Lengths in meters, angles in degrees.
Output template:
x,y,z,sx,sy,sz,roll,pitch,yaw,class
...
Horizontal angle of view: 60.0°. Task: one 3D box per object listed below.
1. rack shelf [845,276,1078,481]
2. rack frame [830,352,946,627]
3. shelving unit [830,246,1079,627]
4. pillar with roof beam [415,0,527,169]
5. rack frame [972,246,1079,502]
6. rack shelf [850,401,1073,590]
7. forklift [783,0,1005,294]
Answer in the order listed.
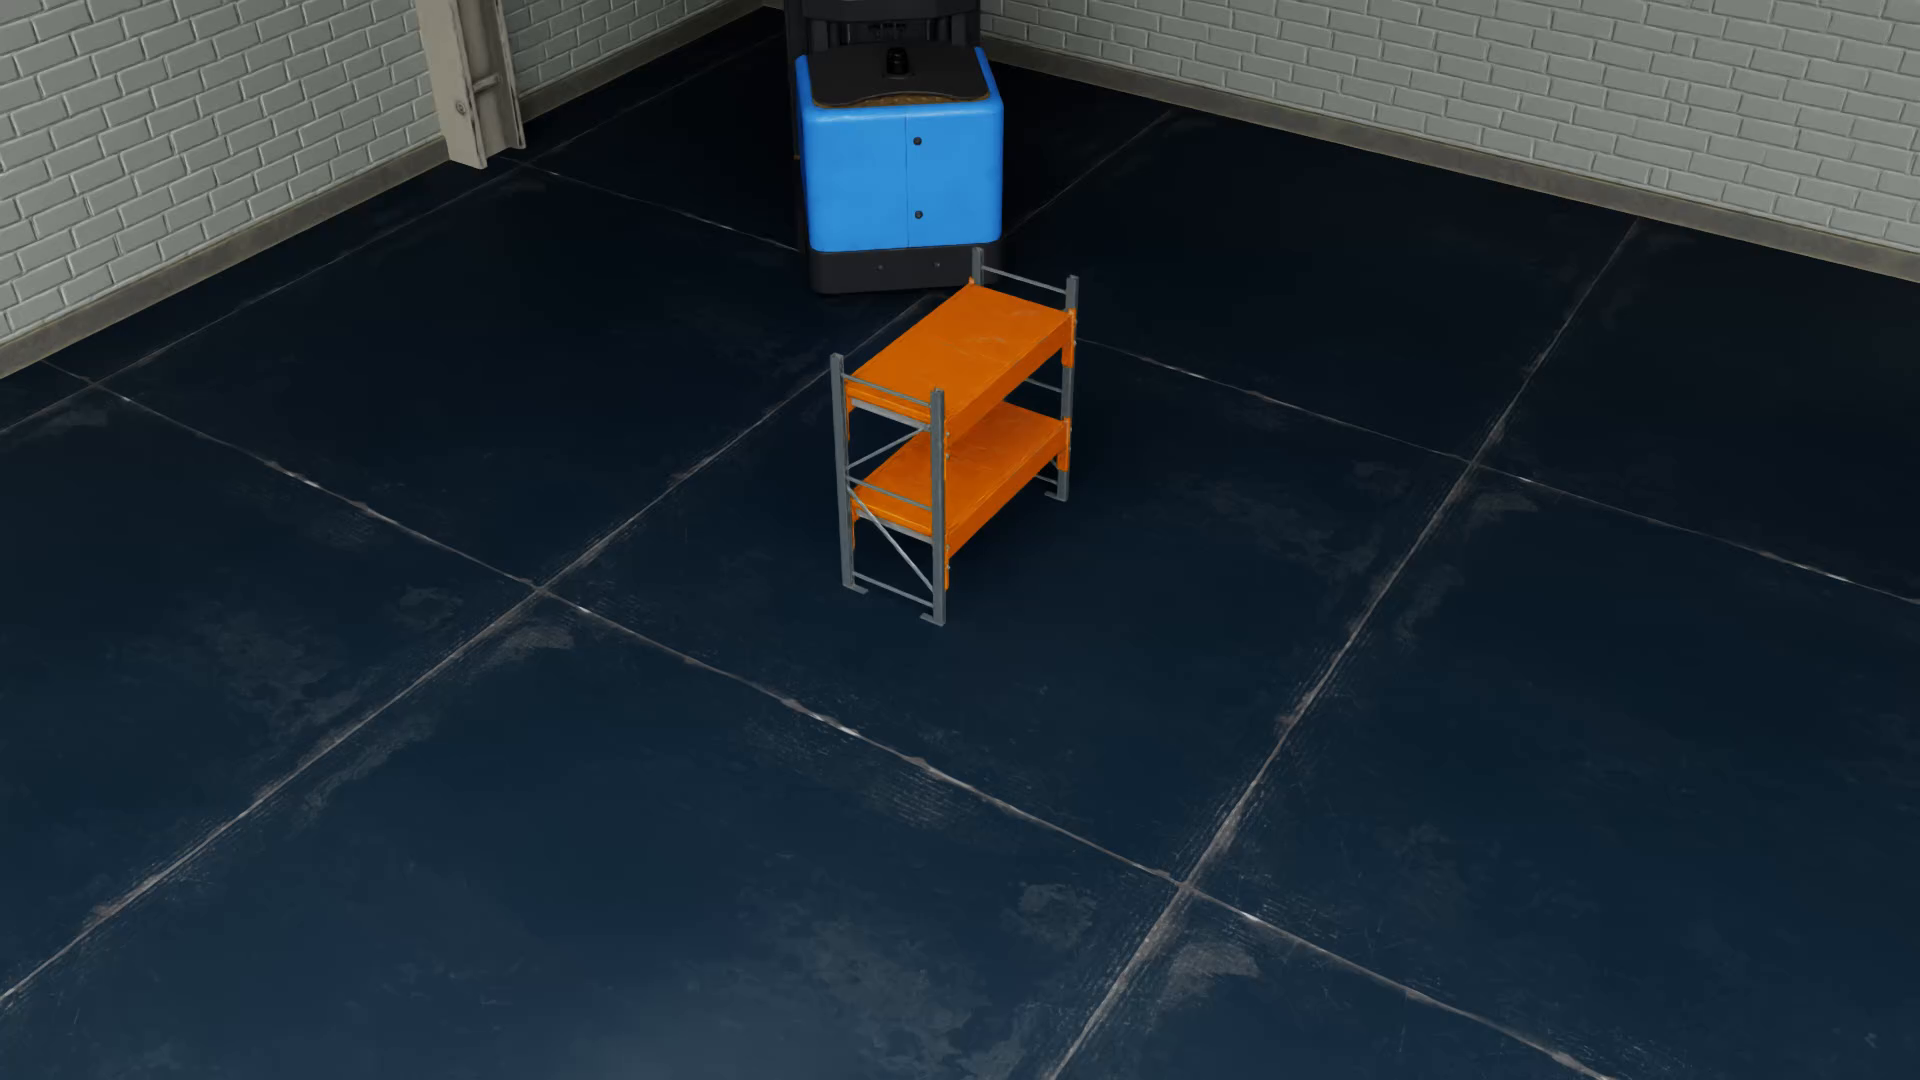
x,y,z,sx,sy,sz,roll,pitch,yaw,class
-0.004,-0.674,6.723,0.538,0.278,1.000,21,42,25,rack shelf
-0.276,-0.180,6.562,0.500,1.125,0.032,21,42,25,rack frame
-0.004,-0.442,6.902,0.538,1.125,1.048,21,42,25,shelving unit
0.677,-4.579,5.820,9.100,9.000,0.400,21,42,25,pillar with roof beam
0.269,-0.704,7.242,0.500,1.125,0.032,21,42,25,rack frame
-0.004,-0.248,7.051,0.538,0.278,1.000,21,42,25,rack shelf
-0.463,-3.359,9.207,1.130,2.935,3.031,-4,38,-6,forklift
